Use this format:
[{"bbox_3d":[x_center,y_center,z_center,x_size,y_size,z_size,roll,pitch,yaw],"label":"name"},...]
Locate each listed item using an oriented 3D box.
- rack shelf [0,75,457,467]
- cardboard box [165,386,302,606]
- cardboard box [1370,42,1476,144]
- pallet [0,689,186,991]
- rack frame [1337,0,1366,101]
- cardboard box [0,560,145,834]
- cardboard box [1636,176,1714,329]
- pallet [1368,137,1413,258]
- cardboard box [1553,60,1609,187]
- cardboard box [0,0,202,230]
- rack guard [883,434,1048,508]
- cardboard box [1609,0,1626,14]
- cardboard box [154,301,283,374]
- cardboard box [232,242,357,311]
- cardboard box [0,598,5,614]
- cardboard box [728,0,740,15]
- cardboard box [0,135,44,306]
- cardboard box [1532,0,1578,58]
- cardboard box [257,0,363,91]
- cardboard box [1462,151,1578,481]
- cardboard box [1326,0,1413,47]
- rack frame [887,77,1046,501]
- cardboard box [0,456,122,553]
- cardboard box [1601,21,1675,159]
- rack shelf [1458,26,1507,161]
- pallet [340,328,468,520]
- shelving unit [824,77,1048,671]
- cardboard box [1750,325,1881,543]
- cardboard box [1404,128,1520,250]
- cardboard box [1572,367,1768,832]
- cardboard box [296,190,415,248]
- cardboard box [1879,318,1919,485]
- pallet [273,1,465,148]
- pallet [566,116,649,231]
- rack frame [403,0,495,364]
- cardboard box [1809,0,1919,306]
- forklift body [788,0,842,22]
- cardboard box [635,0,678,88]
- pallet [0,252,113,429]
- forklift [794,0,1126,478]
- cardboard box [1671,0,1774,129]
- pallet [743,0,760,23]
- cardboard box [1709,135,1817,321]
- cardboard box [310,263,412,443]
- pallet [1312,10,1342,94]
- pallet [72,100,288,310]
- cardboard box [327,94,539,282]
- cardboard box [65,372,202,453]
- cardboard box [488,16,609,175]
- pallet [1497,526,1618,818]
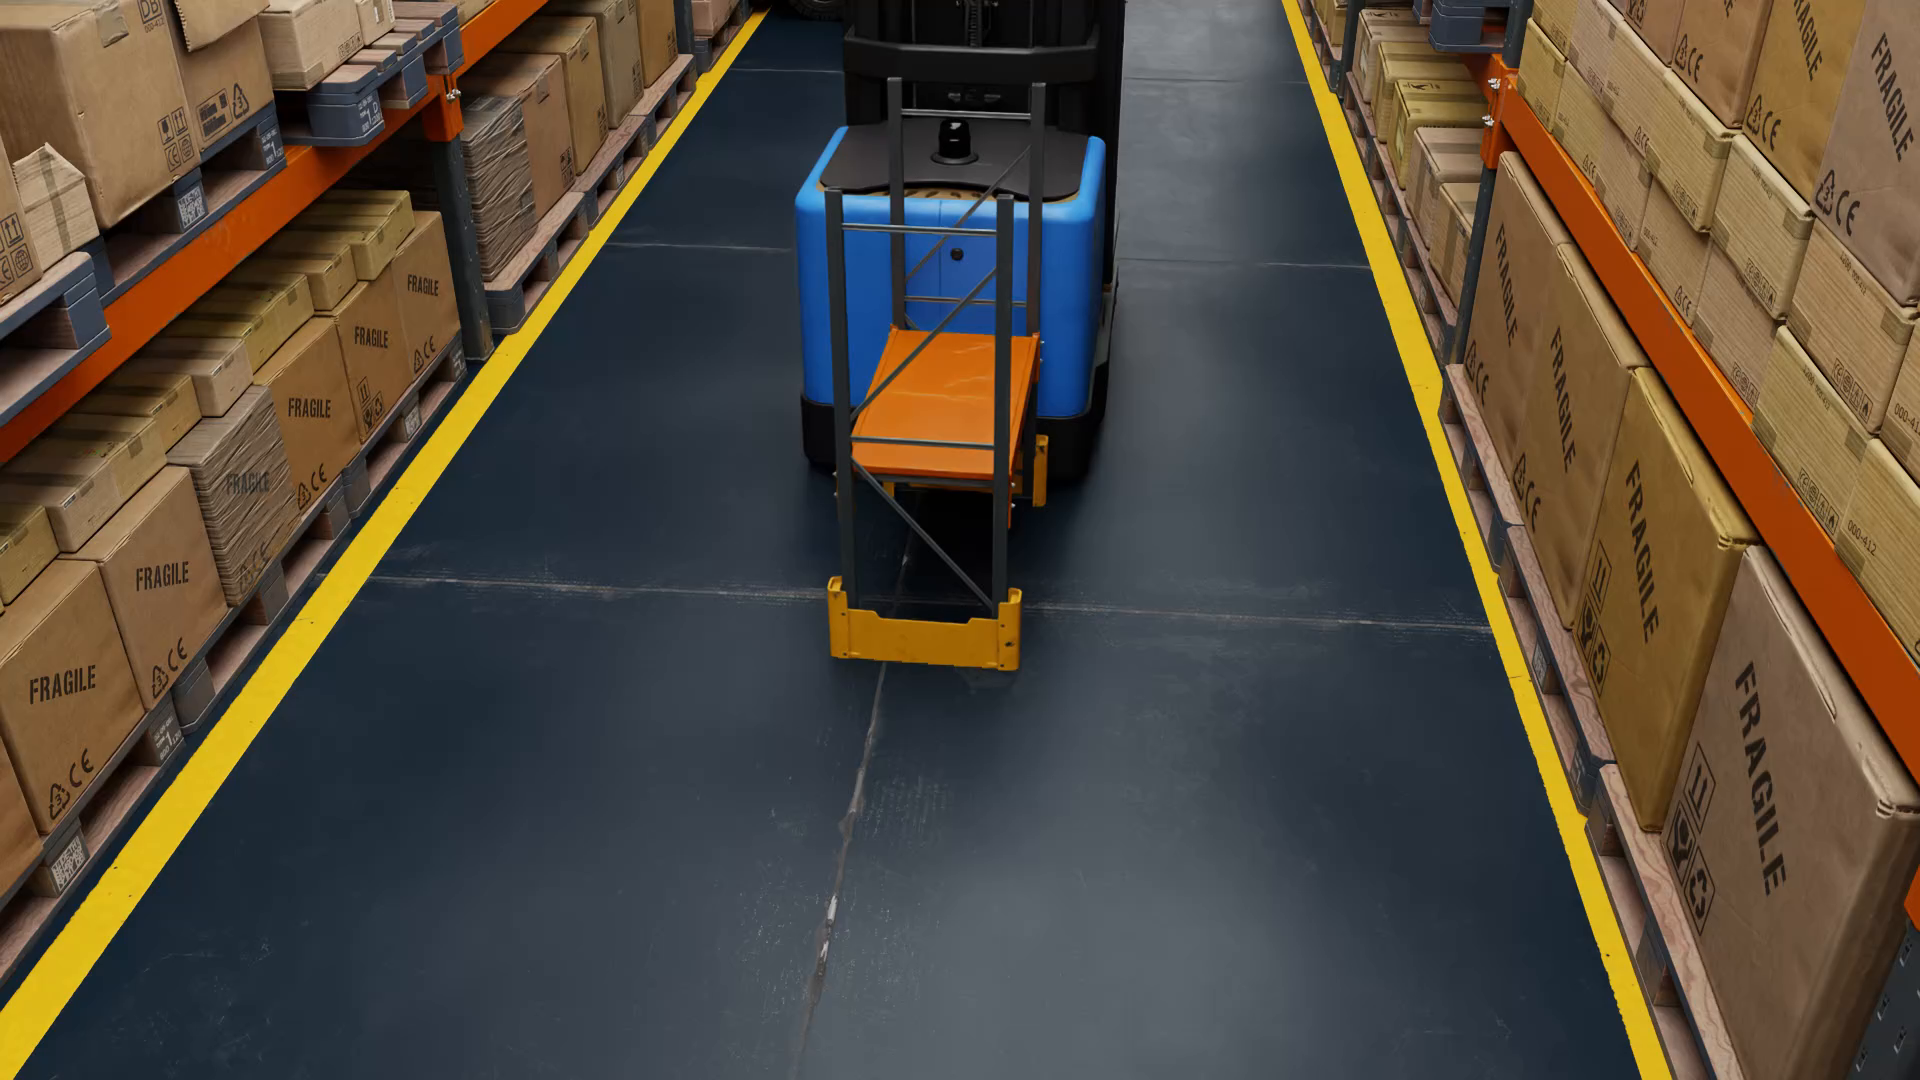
[{"bbox_3d":[-2.638,-0.716,4.739,1.077,0.370,4.000,2,32,4],"label":"rack shelf"},{"bbox_3d":[-2.410,-0.145,5.109,0.500,0.500,0.500,1,32,2],"label":"cardboard box"},{"bbox_3d":[2.703,-2.359,8.824,0.950,0.372,0.625,4,32,7],"label":"cardboard box"},{"bbox_3d":[-2.772,0.784,4.277,1.003,0.211,1.213,2,32,4],"label":"pallet"},{"bbox_3d":[2.798,-3.950,9.300,1.000,3.000,0.127,2,32,4],"label":"rack frame"},{"bbox_3d":[-2.503,0.387,4.246,0.500,0.500,0.500,2,32,3],"label":"cardboard box"},{"bbox_3d":[2.073,-0.748,4.247,0.500,0.250,0.500,2,32,4],"label":"cardboard box"},{"bbox_3d":[2.640,-1.716,8.333,1.003,0.211,1.213,2,32,4],"label":"pallet"},{"bbox_3d":[2.158,-1.280,5.111,0.500,0.250,0.500,2,32,3],"label":"cardboard box"},{"bbox_3d":[-2.432,-1.122,4.217,0.700,0.500,0.500,2,32,4],"label":"cardboard box"},{"bbox_3d":[0.017,-0.262,5.937,0.587,0.250,0.087,4,32,6],"label":"rack guard"},{"bbox_3d":[2.158,-1.819,4.794,0.500,0.500,0.500,3,32,4],"label":"cardboard box"},{"bbox_3d":[-2.406,-0.643,5.299,0.380,0.149,0.250,2,32,3],"label":"cardboard box"},{"bbox_3d":[-2.319,-0.910,5.732,0.380,0.149,0.250,1,32,2],"label":"cardboard box"},{"bbox_3d":[-2.551,0.174,3.973,0.380,0.149,0.250,1,32,1],"label":"cardboard box"},{"bbox_3d":[-1.754,-3.673,11.071,0.500,0.250,0.500,2,32,3],"label":"cardboard box"},{"bbox_3d":[-2.496,-0.712,3.551,0.700,0.500,0.500,3,32,5],"label":"cardboard box"},{"bbox_3d":[2.185,-1.753,5.401,0.500,0.250,0.500,2,32,4],"label":"cardboard box"},{"bbox_3d":[-2.238,-1.618,5.258,0.500,0.250,0.500,1,32,2],"label":"cardboard box"},{"bbox_3d":[2.334,-0.775,5.773,0.875,0.875,0.875,2,32,4],"label":"cardboard box"},{"bbox_3d":[2.579,-3.279,10.431,0.500,0.250,0.500,4,32,6],"label":"cardboard box"},{"bbox_3d":[0.020,-0.804,5.625,0.500,1.500,0.032,4,32,6],"label":"rack frame"},{"bbox_3d":[-2.485,-0.099,4.416,0.380,0.149,0.250,2,32,4],"label":"cardboard box"},{"bbox_3d":[2.089,-1.222,4.541,0.500,0.250,0.500,2,32,4],"label":"cardboard box"},{"bbox_3d":[2.635,-2.598,7.792,1.077,0.370,4.000,2,32,4],"label":"rack shelf"},{"bbox_3d":[-2.573,-0.492,6.348,1.003,0.211,1.213,2,32,4],"label":"pallet"},{"bbox_3d":[-0.045,-0.535,5.188,0.587,1.500,1.083,4,32,6],"label":"shelving unit"},{"bbox_3d":[1.975,-0.214,3.381,0.500,0.250,0.500,2,32,3],"label":"cardboard box"},{"bbox_3d":[2.581,-1.599,7.591,0.950,0.372,0.625,2,32,3],"label":"cardboard box"},{"bbox_3d":[2.183,0.159,4.258,0.875,0.875,0.875,3,32,5],"label":"cardboard box"},{"bbox_3d":[-2.263,-1.190,6.186,0.380,0.149,0.250,1,32,2],"label":"cardboard box"},{"bbox_3d":[1.941,-0.156,2.811,0.500,0.250,0.500,2,32,4],"label":"cardboard box"},{"bbox_3d":[-2.460,-1.629,5.717,1.213,0.211,1.003,2,32,4],"label":"pallet"},{"bbox_3d":[-2.267,-1.946,8.707,1.003,0.211,1.213,2,32,4],"label":"pallet"},{"bbox_3d":[-2.475,-2.068,6.247,1.000,3.000,0.127,2,32,4],"label":"rack frame"},{"bbox_3d":[1.968,-0.750,3.059,0.500,0.500,0.500,3,32,5],"label":"cardboard box"},{"bbox_3d":[-0.160,-4.821,11.522,2.313,2.155,1.214,2,32,4],"label":"forklift body"},{"bbox_3d":[-2.181,-3.054,9.710,0.875,0.625,0.625,4,32,6],"label":"cardboard box"},{"bbox_3d":[-2.627,-0.308,3.574,1.003,0.211,1.213,2,32,4],"label":"pallet"},{"bbox_3d":[0.121,-2.224,6.565,1.130,2.935,3.031,4,32,6],"label":"forklift"},{"bbox_3d":[2.056,-1.285,3.928,0.500,0.500,0.500,3,32,5],"label":"cardboard box"},{"bbox_3d":[-1.946,-4.026,12.082,1.003,0.211,1.213,2,32,4],"label":"pallet"},{"bbox_3d":[2.010,-0.689,3.676,0.500,0.250,0.500,3,32,5],"label":"cardboard box"},{"bbox_3d":[-2.346,-0.691,5.995,0.500,0.500,0.500,2,32,3],"label":"cardboard box"},{"bbox_3d":[2.818,-3.115,10.604,1.003,0.211,1.213,2,32,4],"label":"pallet"},{"bbox_3d":[-2.629,-0.969,4.647,1.003,0.211,1.213,2,32,4],"label":"pallet"},{"bbox_3d":[-2.410,-1.562,7.288,0.875,0.625,0.625,3,32,6],"label":"cardboard box"},{"bbox_3d":[-2.469,-0.371,4.858,0.380,0.149,0.250,3,32,4],"label":"cardboard box"},{"bbox_3d":[-2.311,-2.256,8.414,0.875,0.625,0.625,1,32,2],"label":"cardboard box"},{"bbox_3d":[2.231,0.374,4.941,1.003,0.211,1.213,2,32,4],"label":"pallet"}]
